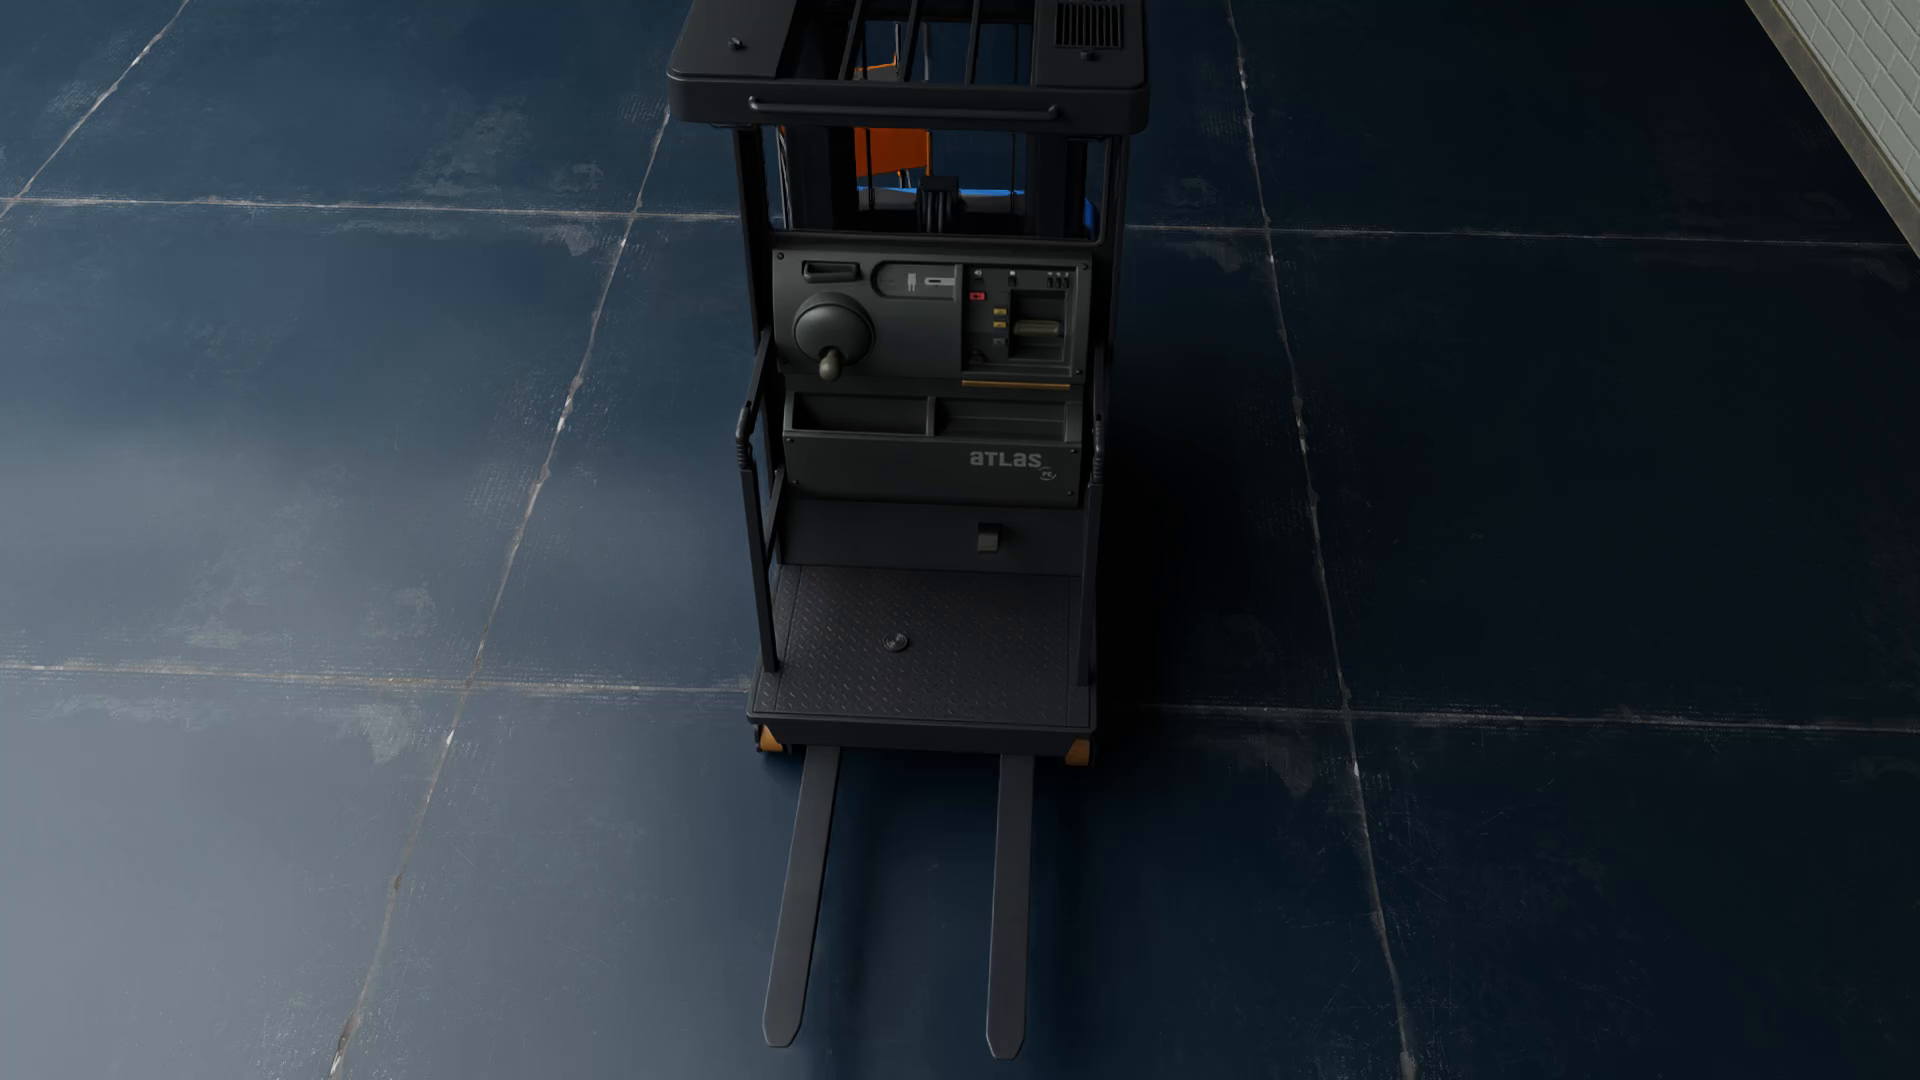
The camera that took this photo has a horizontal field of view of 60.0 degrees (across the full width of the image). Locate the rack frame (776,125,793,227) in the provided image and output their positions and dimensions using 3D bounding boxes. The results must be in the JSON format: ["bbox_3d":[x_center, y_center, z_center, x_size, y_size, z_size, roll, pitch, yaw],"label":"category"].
[{"bbox_3d":[-0.635,-1.441,6.257,0.015,2.100,0.400,-13,45,-14],"label":"rack frame"}]

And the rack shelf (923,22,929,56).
[{"bbox_3d":[-0.404,-1.997,5.846,0.480,0.518,0.431,-13,45,-14],"label":"rack shelf"}]

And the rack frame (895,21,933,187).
[{"bbox_3d":[-0.172,-1.548,6.371,0.015,2.100,0.400,-13,45,-14],"label":"rack frame"}]

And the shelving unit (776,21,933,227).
[{"bbox_3d":[-0.404,-1.495,6.314,0.503,2.100,0.431,-13,45,-14],"label":"shelving unit"}]

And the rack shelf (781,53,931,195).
[{"bbox_3d":[-0.404,-1.485,6.323,0.480,0.518,0.431,-13,45,-14],"label":"rack shelf"}]

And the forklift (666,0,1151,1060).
[{"bbox_3d":[-0.094,-0.568,4.709,1.130,2.935,3.031,2,43,3],"label":"forklift"}]
